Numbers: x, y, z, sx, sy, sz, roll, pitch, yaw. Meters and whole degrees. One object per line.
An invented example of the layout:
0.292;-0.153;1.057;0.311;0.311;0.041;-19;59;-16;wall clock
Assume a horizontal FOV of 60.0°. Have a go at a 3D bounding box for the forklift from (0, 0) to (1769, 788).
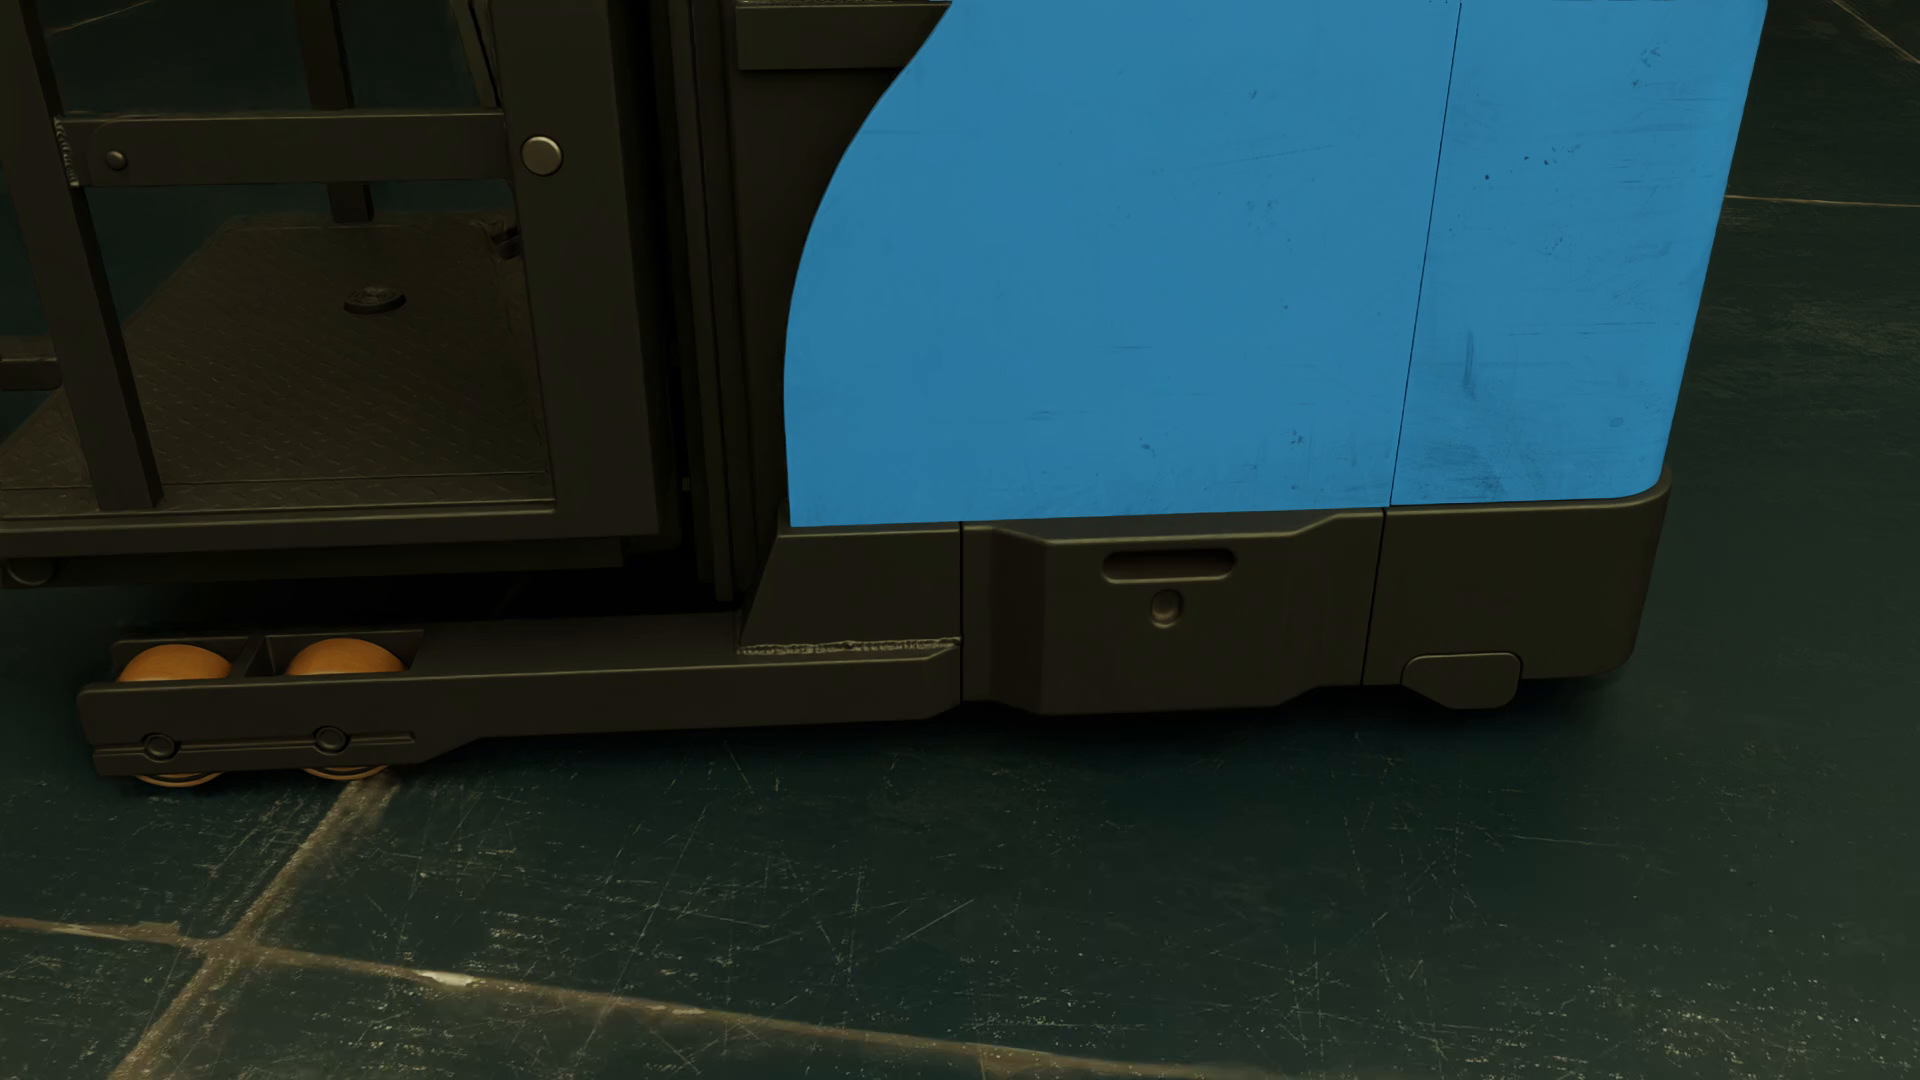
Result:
-0.681;-1.255;1.741;3.031;2.935;1.130;-2;29;-4;forklift
